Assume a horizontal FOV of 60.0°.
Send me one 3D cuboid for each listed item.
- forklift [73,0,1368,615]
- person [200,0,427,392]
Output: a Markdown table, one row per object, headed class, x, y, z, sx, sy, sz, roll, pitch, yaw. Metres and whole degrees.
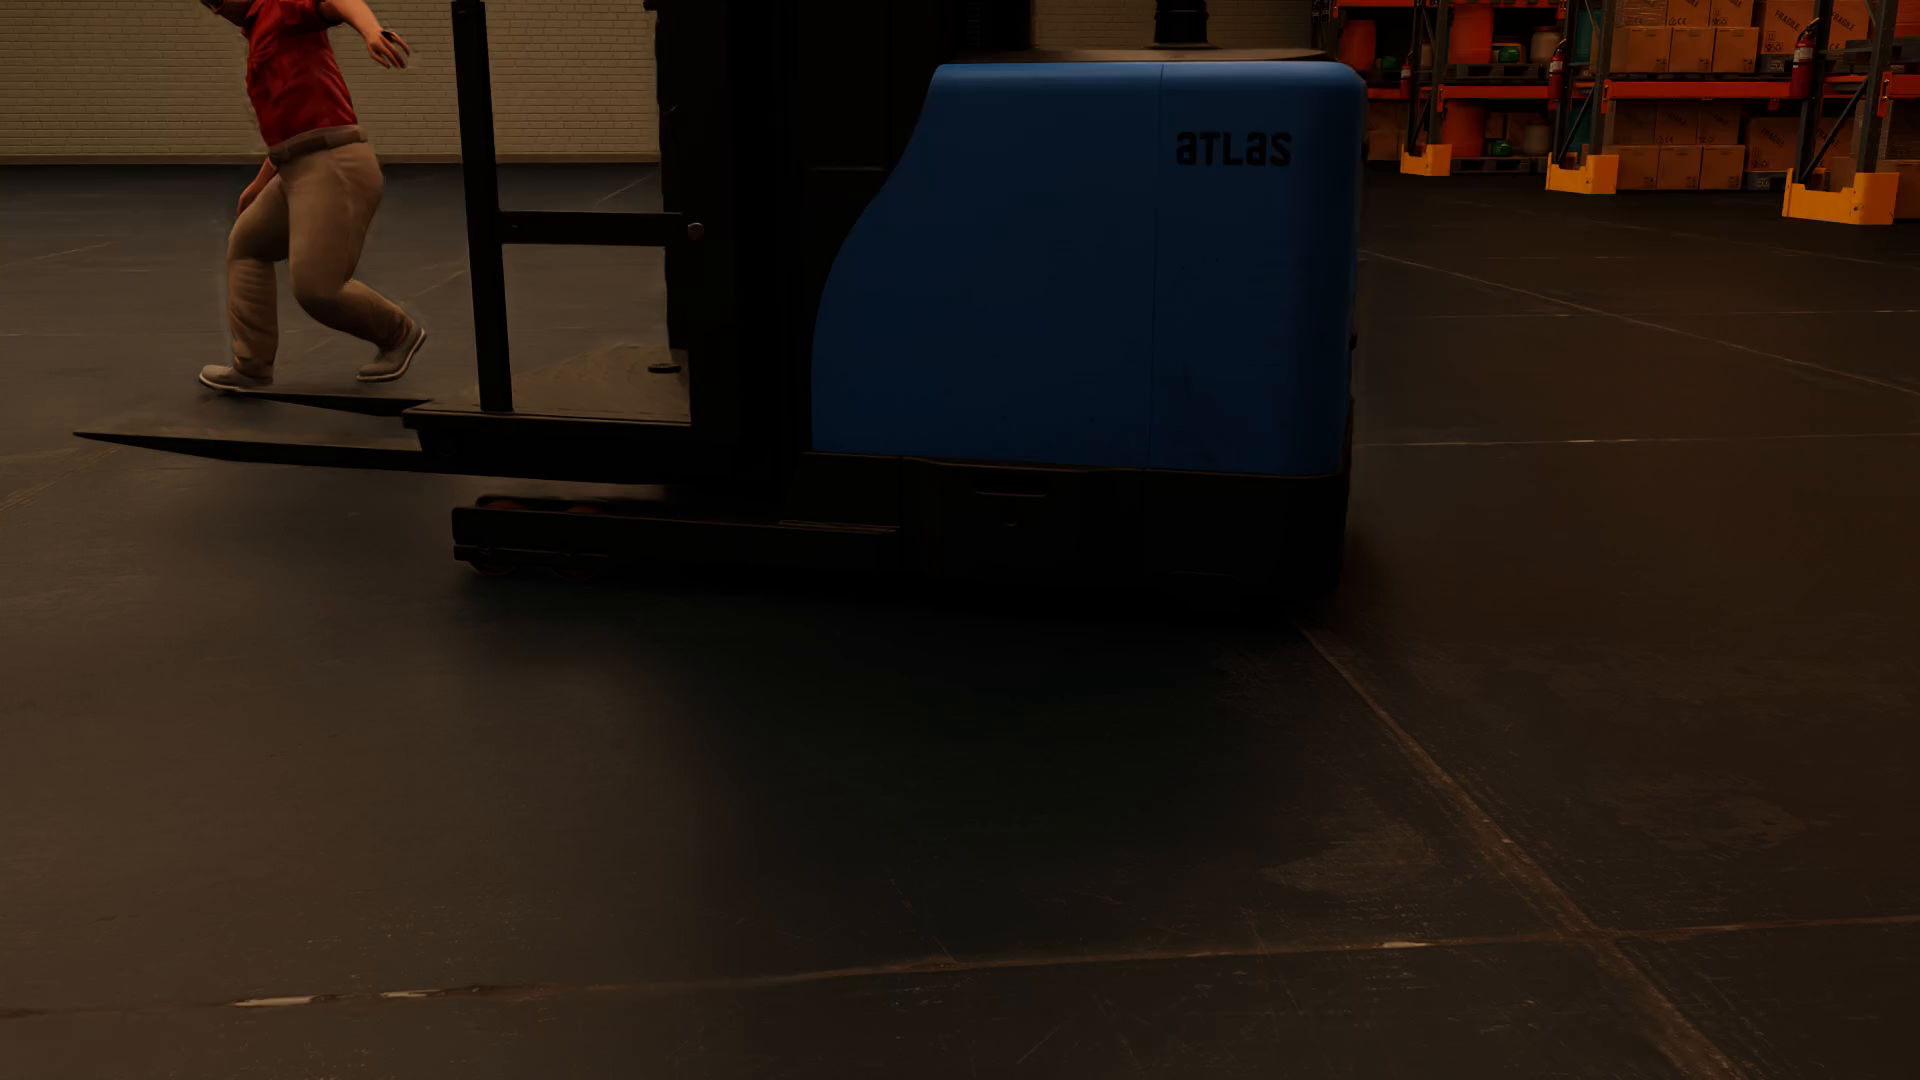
| class | x | y | z | sx | sy | sz | roll | pitch | yaw |
| --- | --- | --- | --- | --- | --- | --- | --- | --- | --- |
| forklift | -0.617 | -1.452 | 3.693 | 3.031 | 2.935 | 1.130 | 4 | 15 | 14 |
| person | -2.186 | -1.205 | 5.553 | 0.729 | 1.500 | 1.196 | -8 | 17 | -27 |
